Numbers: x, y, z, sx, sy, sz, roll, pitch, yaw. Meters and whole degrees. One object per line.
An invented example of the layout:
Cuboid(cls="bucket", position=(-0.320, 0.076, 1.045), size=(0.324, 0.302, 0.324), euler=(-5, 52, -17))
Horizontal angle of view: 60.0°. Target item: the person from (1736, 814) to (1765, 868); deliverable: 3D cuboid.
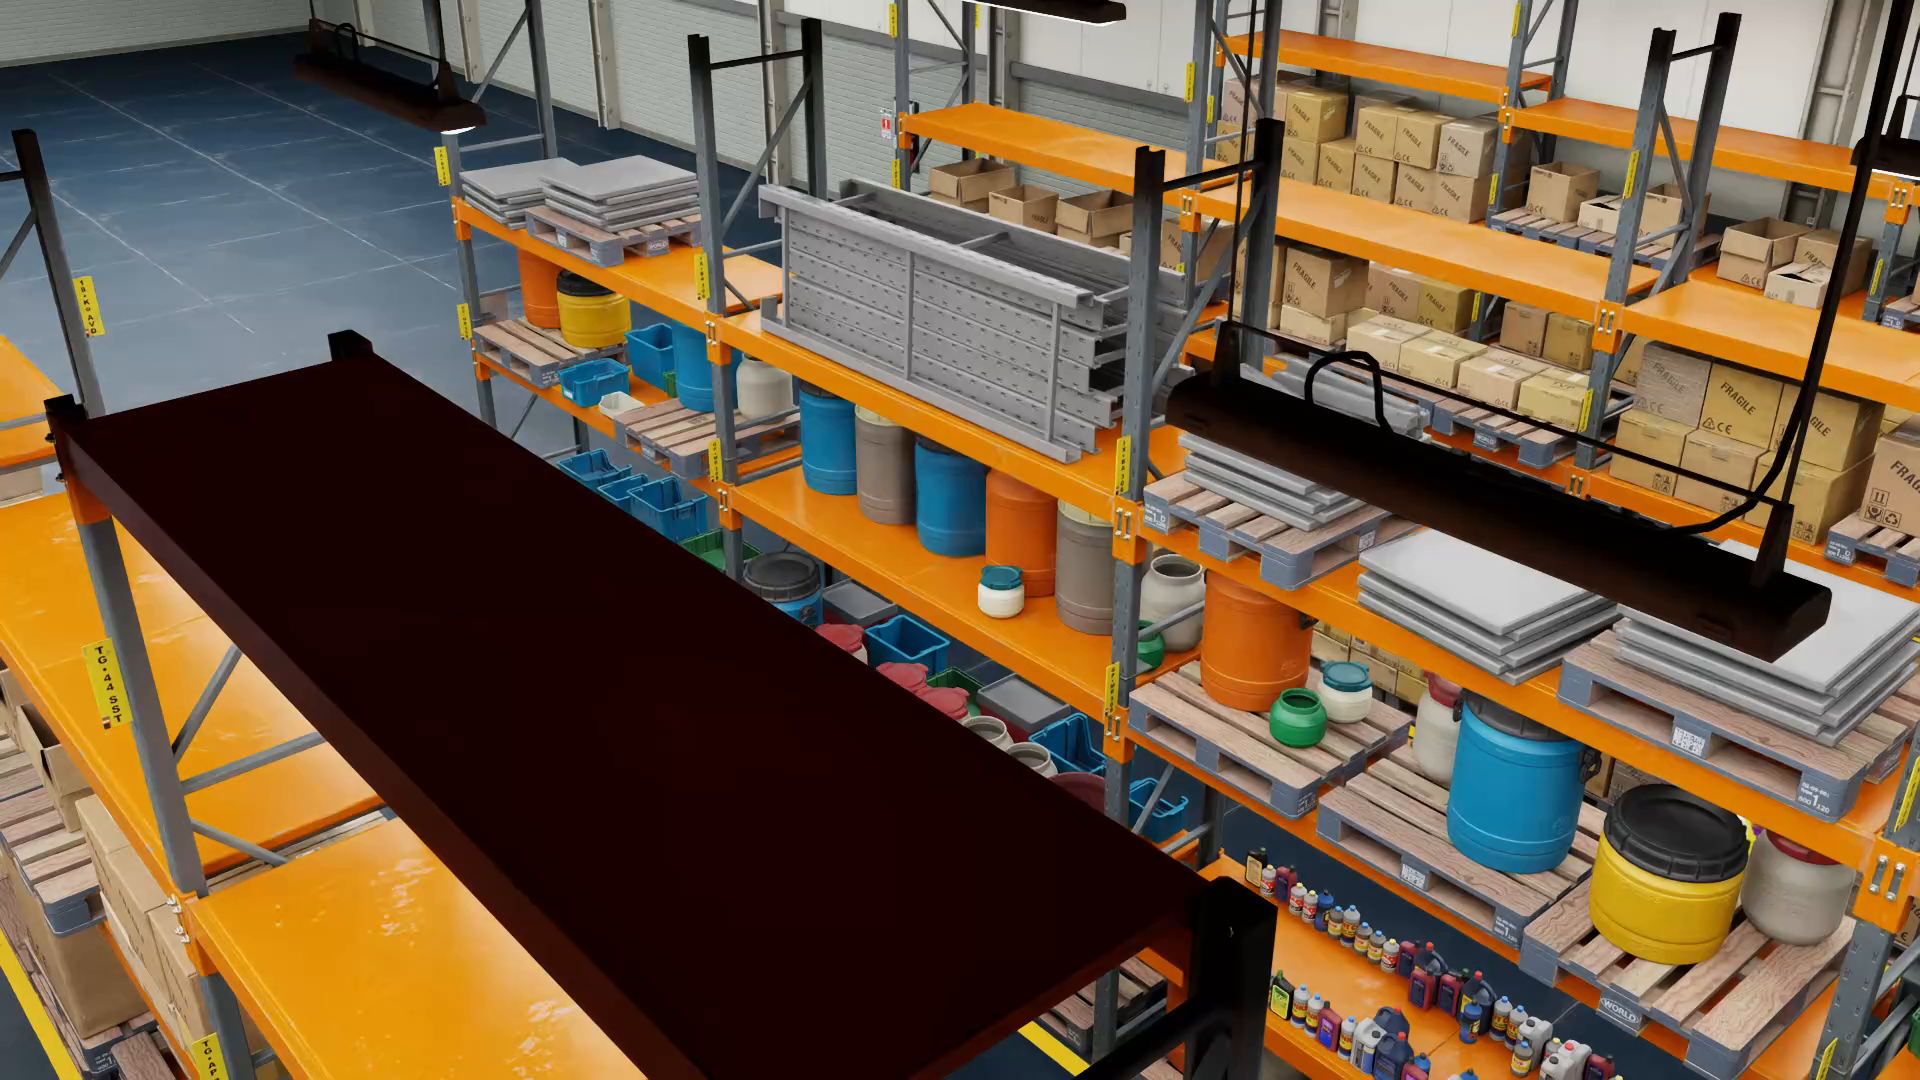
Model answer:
Cuboid(cls="person", position=(5.186, 2.285, 11.147), size=(0.607, 1.769, 0.497), euler=(-2, 27, -3))
